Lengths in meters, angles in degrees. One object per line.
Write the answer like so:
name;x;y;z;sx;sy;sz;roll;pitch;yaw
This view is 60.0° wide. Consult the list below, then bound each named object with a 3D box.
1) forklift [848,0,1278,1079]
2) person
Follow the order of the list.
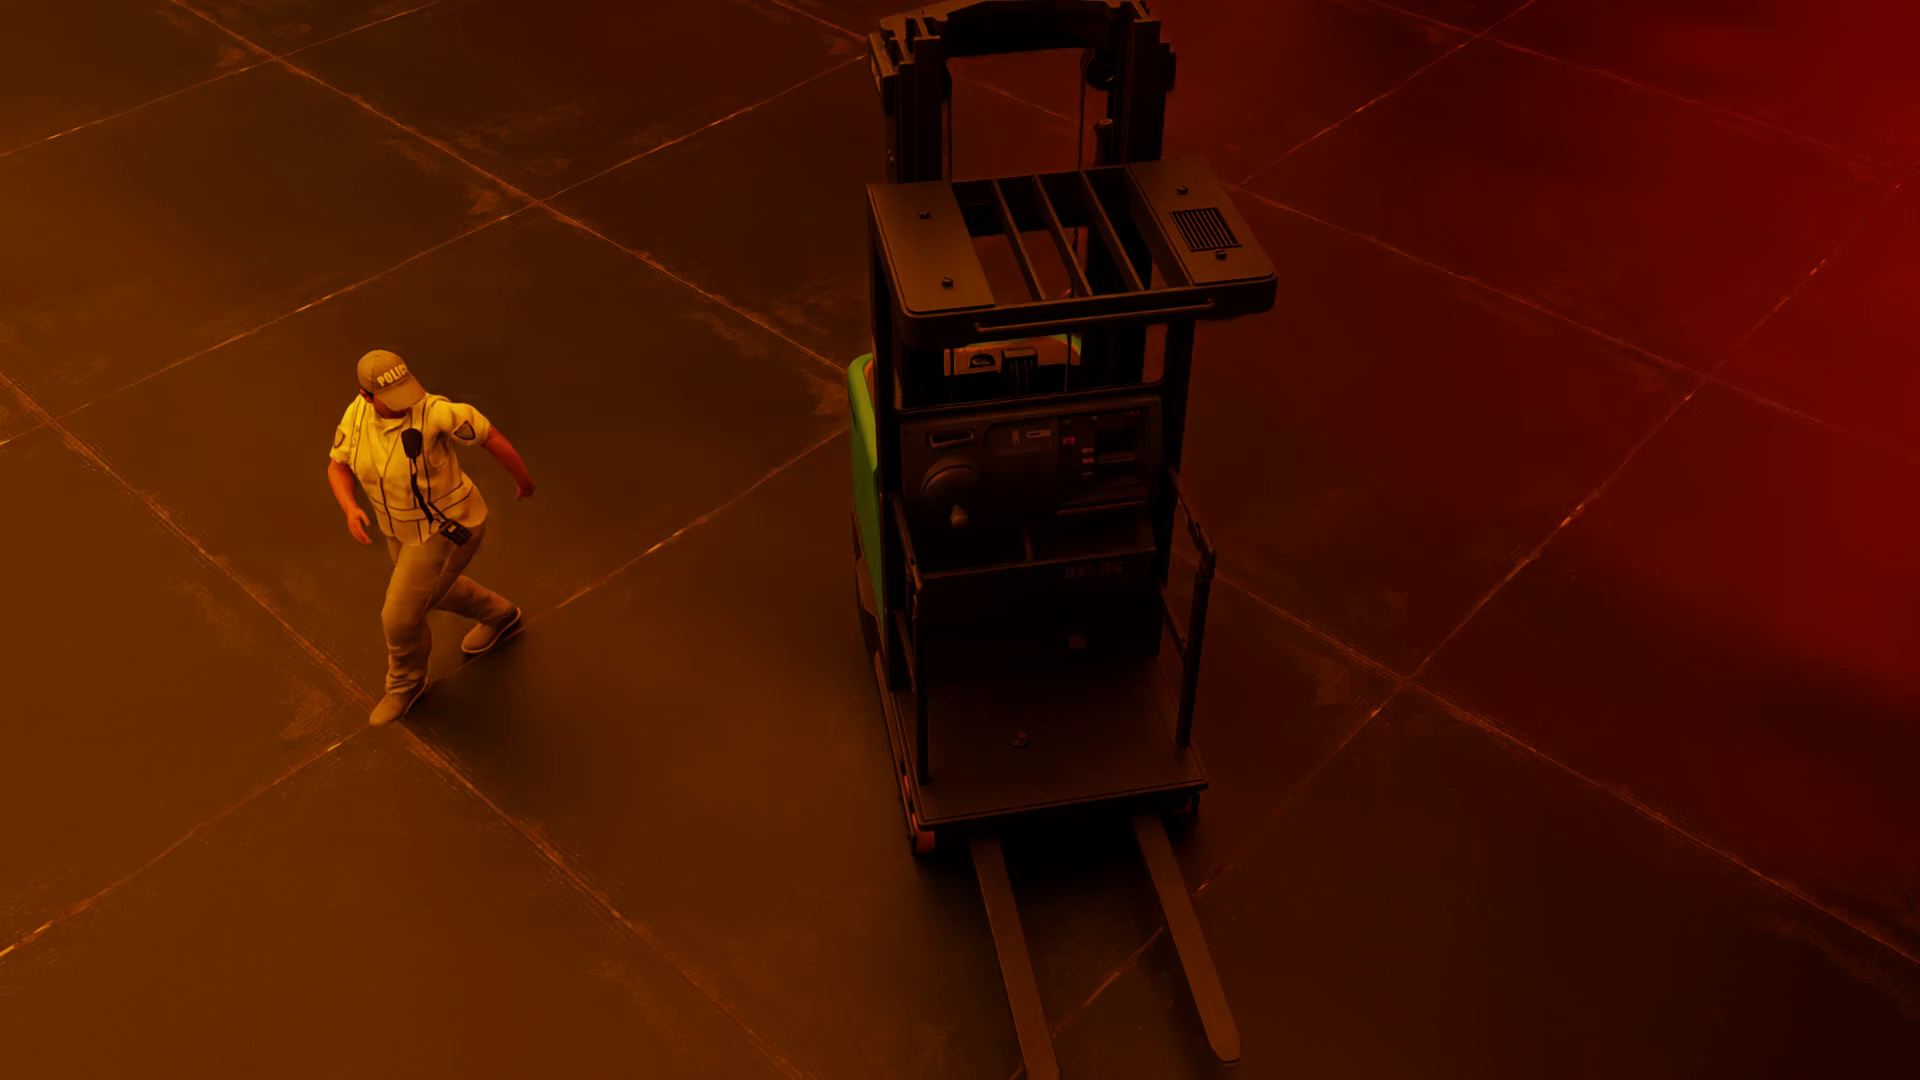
forklift;0.297;-0.190;5.650;1.130;2.935;3.031;-7;41;-8
person;-2.136;-0.060;6.558;0.514;1.621;0.891;28;48;29
